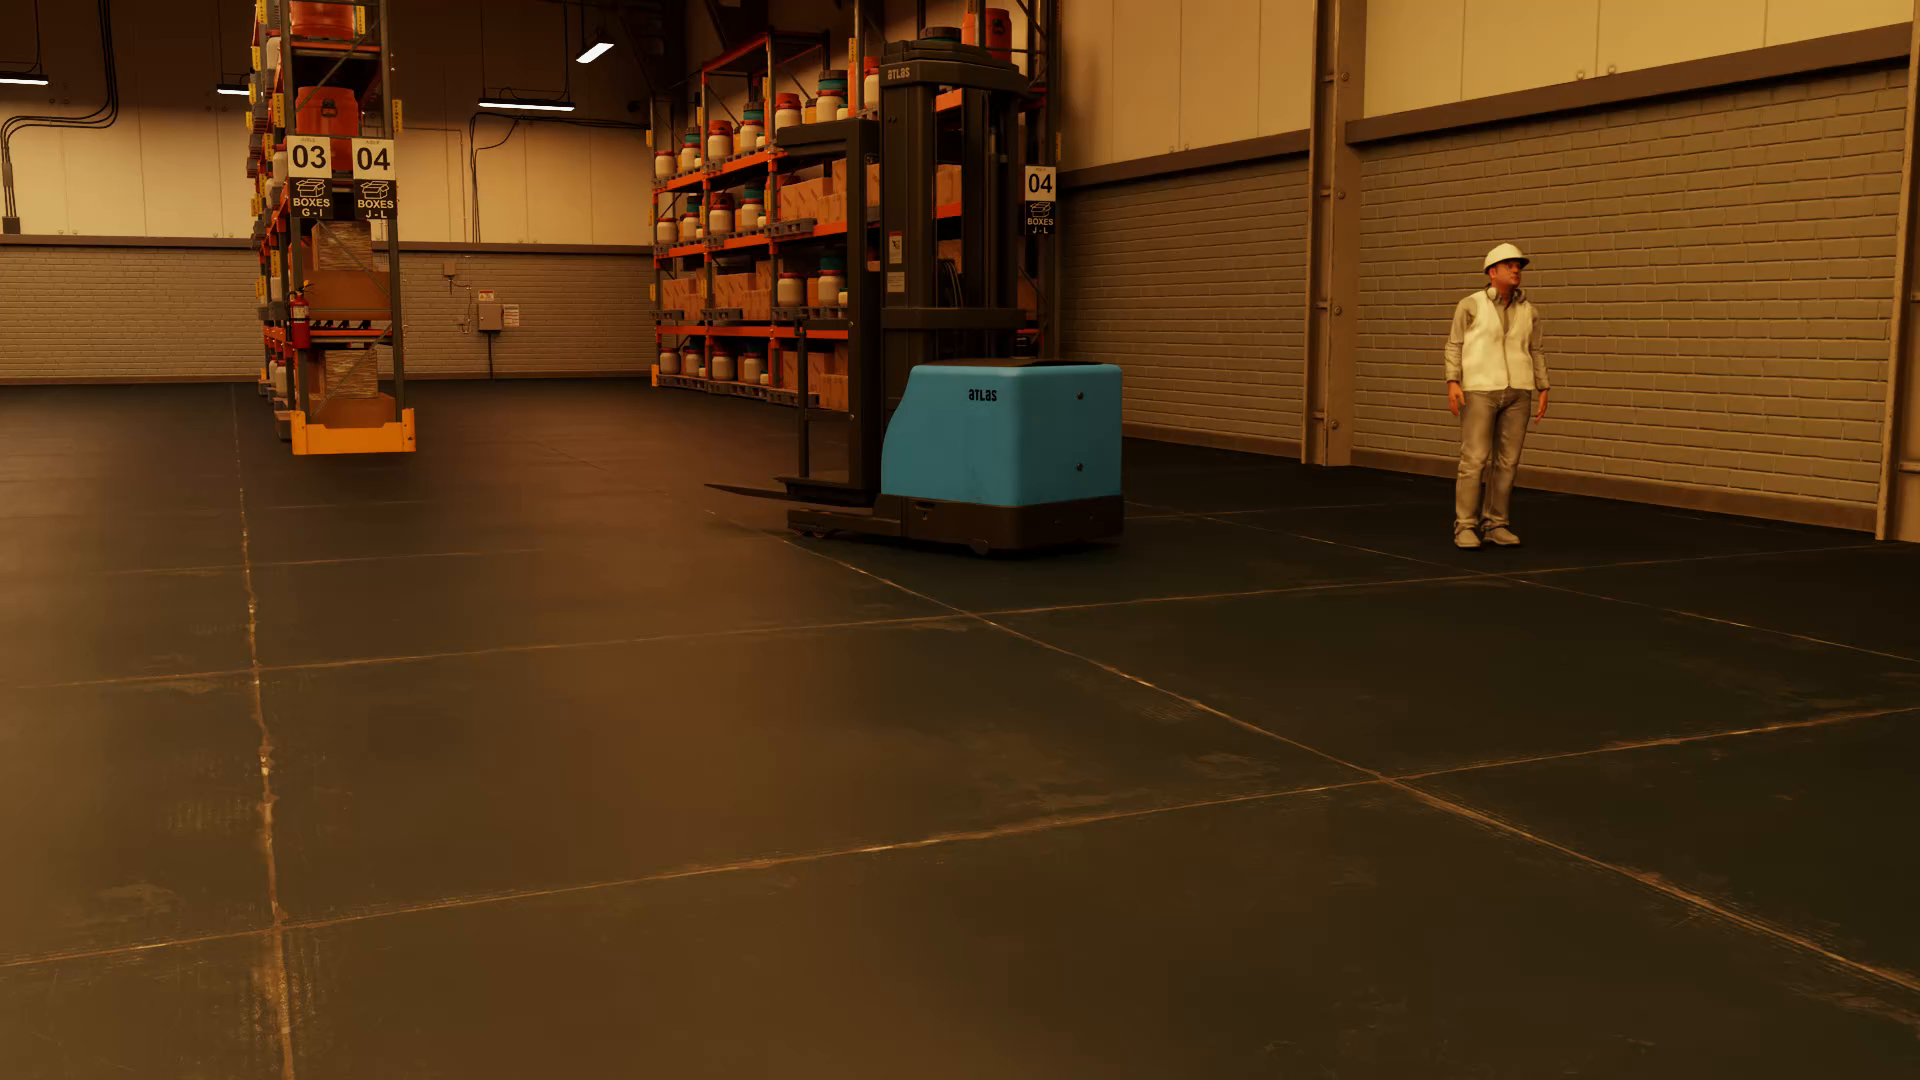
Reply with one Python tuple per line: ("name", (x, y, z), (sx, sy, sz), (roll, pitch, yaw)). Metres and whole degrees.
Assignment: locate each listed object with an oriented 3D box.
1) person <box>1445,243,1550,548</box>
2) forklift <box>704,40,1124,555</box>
("person", (3.200, -0.857, 9.817), (0.629, 1.775, 0.569), (-1, 8, -7))
("forklift", (-0.436, -1.509, 10.383), (3.031, 2.935, 1.130), (7, 10, 44))
